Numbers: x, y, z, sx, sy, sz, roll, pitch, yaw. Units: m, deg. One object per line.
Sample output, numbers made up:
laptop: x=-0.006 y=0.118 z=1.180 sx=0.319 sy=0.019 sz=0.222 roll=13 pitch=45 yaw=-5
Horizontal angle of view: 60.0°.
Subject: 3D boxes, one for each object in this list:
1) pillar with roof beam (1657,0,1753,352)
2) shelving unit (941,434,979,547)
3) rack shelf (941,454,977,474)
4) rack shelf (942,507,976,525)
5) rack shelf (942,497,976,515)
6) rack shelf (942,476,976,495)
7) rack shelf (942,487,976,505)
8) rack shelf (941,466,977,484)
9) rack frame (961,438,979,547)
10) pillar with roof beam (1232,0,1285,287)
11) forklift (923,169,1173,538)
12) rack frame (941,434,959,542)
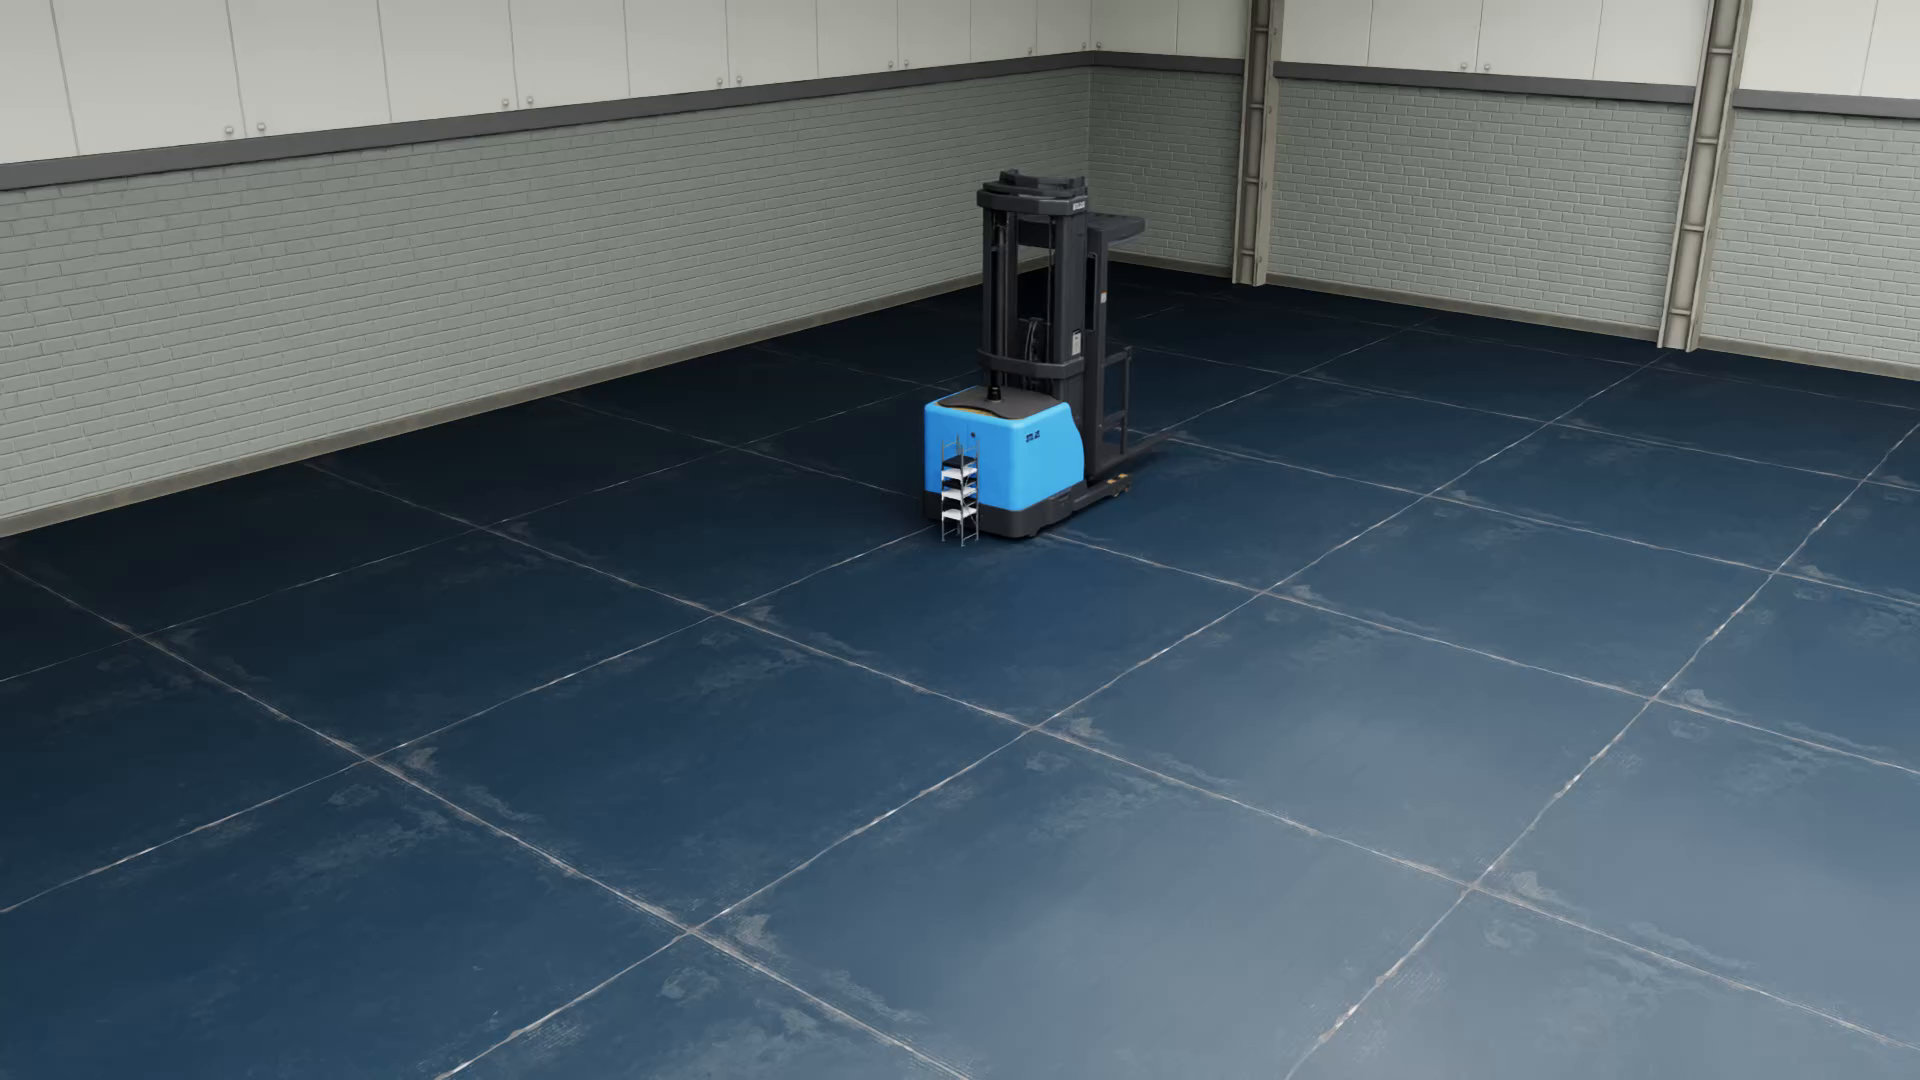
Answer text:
pillar with roof beam: x=6.098 y=-5.403 z=15.742 sx=0.400 sy=9.000 sz=9.100 roll=16 pitch=26 yaw=36
shelving unit: x=0.001 y=-0.415 z=13.993 sx=0.210 sy=0.900 sz=0.258 roll=14 pitch=25 yaw=33
rack shelf: x=0.001 y=-0.637 z=13.910 sx=0.200 sy=0.077 sz=0.258 roll=14 pitch=25 yaw=33
rack shelf: x=0.001 y=-0.215 z=14.069 sx=0.200 sy=0.077 sz=0.258 roll=14 pitch=25 yaw=33
rack shelf: x=0.001 y=-0.300 z=14.037 sx=0.200 sy=0.077 sz=0.258 roll=14 pitch=25 yaw=33
rack shelf: x=0.001 y=-0.468 z=13.973 sx=0.200 sy=0.077 sz=0.258 roll=14 pitch=25 yaw=33
rack shelf: x=0.001 y=-0.384 z=14.005 sx=0.200 sy=0.077 sz=0.258 roll=14 pitch=25 yaw=33
rack shelf: x=0.001 y=-0.552 z=13.942 sx=0.200 sy=0.077 sz=0.258 roll=14 pitch=25 yaw=33
rack frame: x=0.084 y=-0.394 z=13.938 sx=0.006 sy=0.900 sz=0.240 roll=14 pitch=25 yaw=33
pillar with roof beam: x=1.449 y=-6.742 z=19.292 sx=0.400 sy=9.000 sz=9.100 roll=16 pitch=26 yaw=36
forklift: x=0.941 y=-1.849 z=14.916 sx=1.130 sy=2.935 sz=3.031 roll=14 pitch=25 yaw=33
rack frame: x=-0.082 y=-0.436 z=14.049 sx=0.006 sy=0.900 sz=0.240 roll=14 pitch=25 yaw=33
